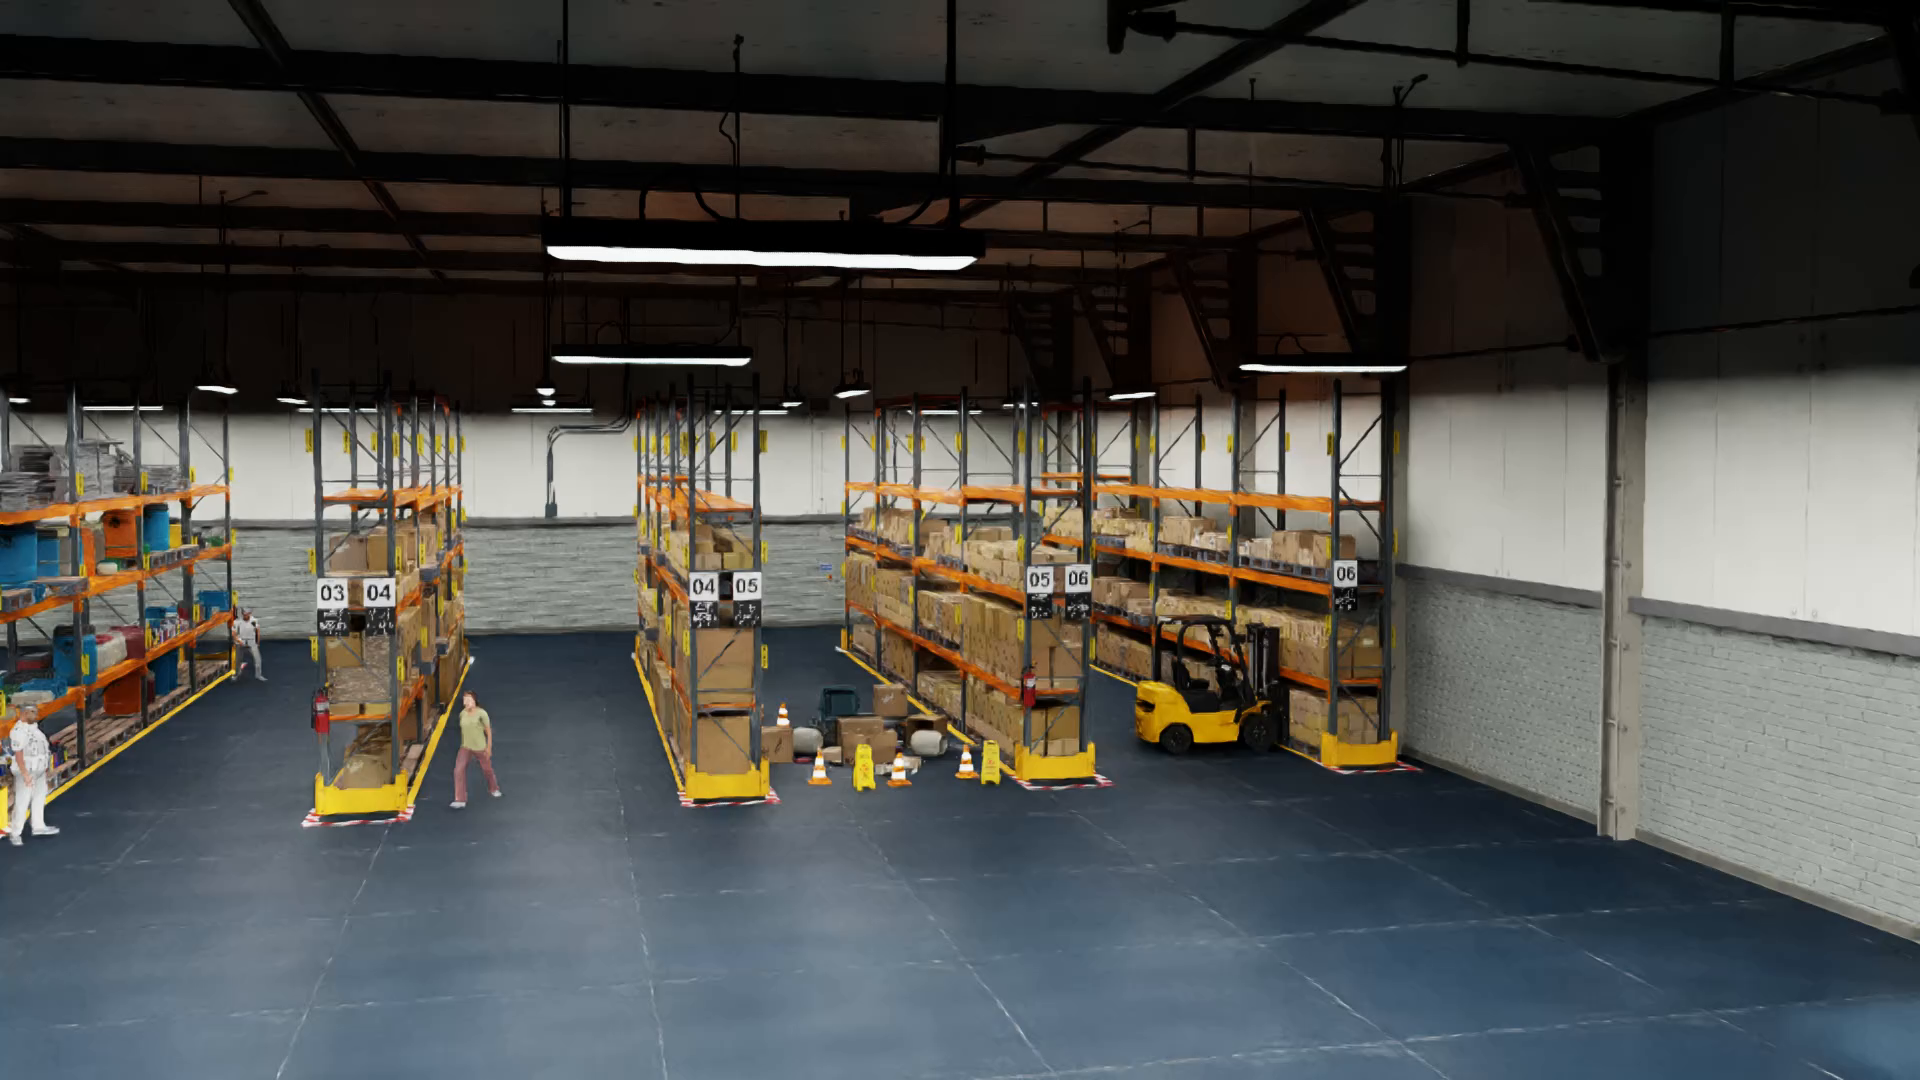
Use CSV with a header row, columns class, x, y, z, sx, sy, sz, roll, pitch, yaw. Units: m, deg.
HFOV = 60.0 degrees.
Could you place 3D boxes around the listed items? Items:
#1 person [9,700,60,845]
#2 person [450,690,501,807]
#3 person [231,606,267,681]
class,x,y,z,sx,sy,sz,roll,pitch,yaw
person,-11.724,2.896,20.964,0.413,1.762,0.711,0,3,-2
person,-6.715,2.862,23.077,0.490,1.608,0.955,0,3,6
person,-15.020,2.175,35.044,0.656,1.597,0.818,-2,4,-30
